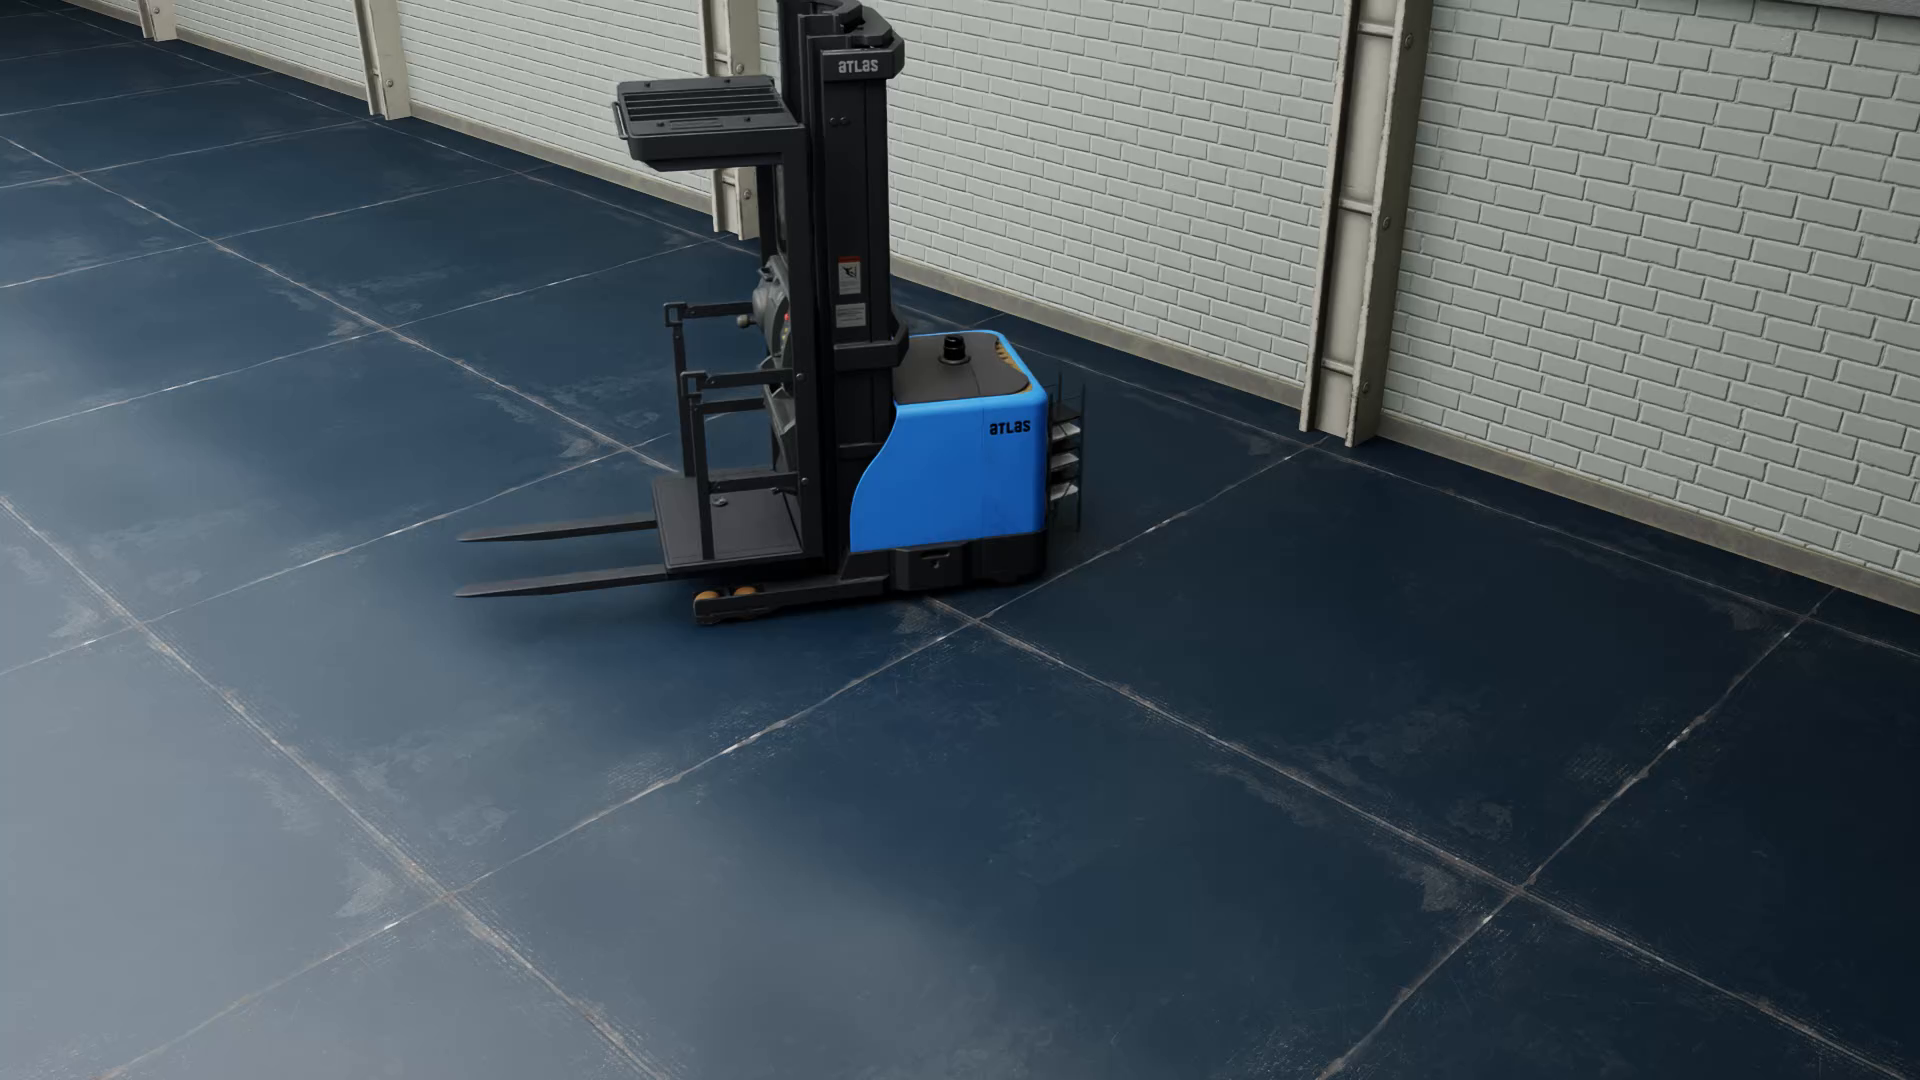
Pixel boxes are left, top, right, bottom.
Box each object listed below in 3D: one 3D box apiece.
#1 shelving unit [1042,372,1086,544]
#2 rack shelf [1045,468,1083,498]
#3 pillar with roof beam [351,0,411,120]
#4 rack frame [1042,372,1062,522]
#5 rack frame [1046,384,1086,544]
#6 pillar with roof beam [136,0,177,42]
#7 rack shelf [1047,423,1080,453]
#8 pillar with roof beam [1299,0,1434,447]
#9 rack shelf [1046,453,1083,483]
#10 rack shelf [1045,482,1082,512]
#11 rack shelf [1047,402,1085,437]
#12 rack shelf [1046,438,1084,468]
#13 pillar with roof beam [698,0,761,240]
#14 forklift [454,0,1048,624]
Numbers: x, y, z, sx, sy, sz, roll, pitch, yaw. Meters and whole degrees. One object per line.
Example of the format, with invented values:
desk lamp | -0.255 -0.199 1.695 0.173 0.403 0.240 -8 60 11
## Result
shelving unit | 0.514 -0.445 9.129 0.258 0.900 0.210 -18 33 -31
rack shelf | 0.514 -0.335 9.186 0.258 0.077 0.200 -18 33 -31
pillar with roof beam | -9.170 -7.160 13.198 0.400 9.000 9.100 25 36 38
rack frame | 0.456 -0.483 9.202 0.240 0.900 0.006 -18 33 -31
rack frame | 0.573 -0.406 9.055 0.240 0.900 0.006 -18 33 -31
pillar with roof beam | -13.448 -9.118 16.922 0.400 9.000 9.100 25 36 38
rack shelf | 0.514 -0.574 9.060 0.258 0.077 0.200 -18 33 -31
pillar with roof beam | -0.613 -3.245 5.752 0.400 9.000 9.100 25 36 38
rack shelf | 0.514 -0.415 9.144 0.258 0.077 0.200 -18 33 -31
rack shelf | 0.514 -0.256 9.228 0.258 0.077 0.200 -18 33 -31
rack shelf | 0.514 -0.654 9.018 0.258 0.077 0.200 -18 33 -31
rack shelf | 0.514 -0.495 9.102 0.258 0.077 0.200 -18 33 -31
pillar with roof beam | -4.891 -5.203 9.475 0.400 9.000 9.100 25 36 38
forklift | -1.115 -1.140 8.269 3.031 2.935 1.130 -6 28 -12
